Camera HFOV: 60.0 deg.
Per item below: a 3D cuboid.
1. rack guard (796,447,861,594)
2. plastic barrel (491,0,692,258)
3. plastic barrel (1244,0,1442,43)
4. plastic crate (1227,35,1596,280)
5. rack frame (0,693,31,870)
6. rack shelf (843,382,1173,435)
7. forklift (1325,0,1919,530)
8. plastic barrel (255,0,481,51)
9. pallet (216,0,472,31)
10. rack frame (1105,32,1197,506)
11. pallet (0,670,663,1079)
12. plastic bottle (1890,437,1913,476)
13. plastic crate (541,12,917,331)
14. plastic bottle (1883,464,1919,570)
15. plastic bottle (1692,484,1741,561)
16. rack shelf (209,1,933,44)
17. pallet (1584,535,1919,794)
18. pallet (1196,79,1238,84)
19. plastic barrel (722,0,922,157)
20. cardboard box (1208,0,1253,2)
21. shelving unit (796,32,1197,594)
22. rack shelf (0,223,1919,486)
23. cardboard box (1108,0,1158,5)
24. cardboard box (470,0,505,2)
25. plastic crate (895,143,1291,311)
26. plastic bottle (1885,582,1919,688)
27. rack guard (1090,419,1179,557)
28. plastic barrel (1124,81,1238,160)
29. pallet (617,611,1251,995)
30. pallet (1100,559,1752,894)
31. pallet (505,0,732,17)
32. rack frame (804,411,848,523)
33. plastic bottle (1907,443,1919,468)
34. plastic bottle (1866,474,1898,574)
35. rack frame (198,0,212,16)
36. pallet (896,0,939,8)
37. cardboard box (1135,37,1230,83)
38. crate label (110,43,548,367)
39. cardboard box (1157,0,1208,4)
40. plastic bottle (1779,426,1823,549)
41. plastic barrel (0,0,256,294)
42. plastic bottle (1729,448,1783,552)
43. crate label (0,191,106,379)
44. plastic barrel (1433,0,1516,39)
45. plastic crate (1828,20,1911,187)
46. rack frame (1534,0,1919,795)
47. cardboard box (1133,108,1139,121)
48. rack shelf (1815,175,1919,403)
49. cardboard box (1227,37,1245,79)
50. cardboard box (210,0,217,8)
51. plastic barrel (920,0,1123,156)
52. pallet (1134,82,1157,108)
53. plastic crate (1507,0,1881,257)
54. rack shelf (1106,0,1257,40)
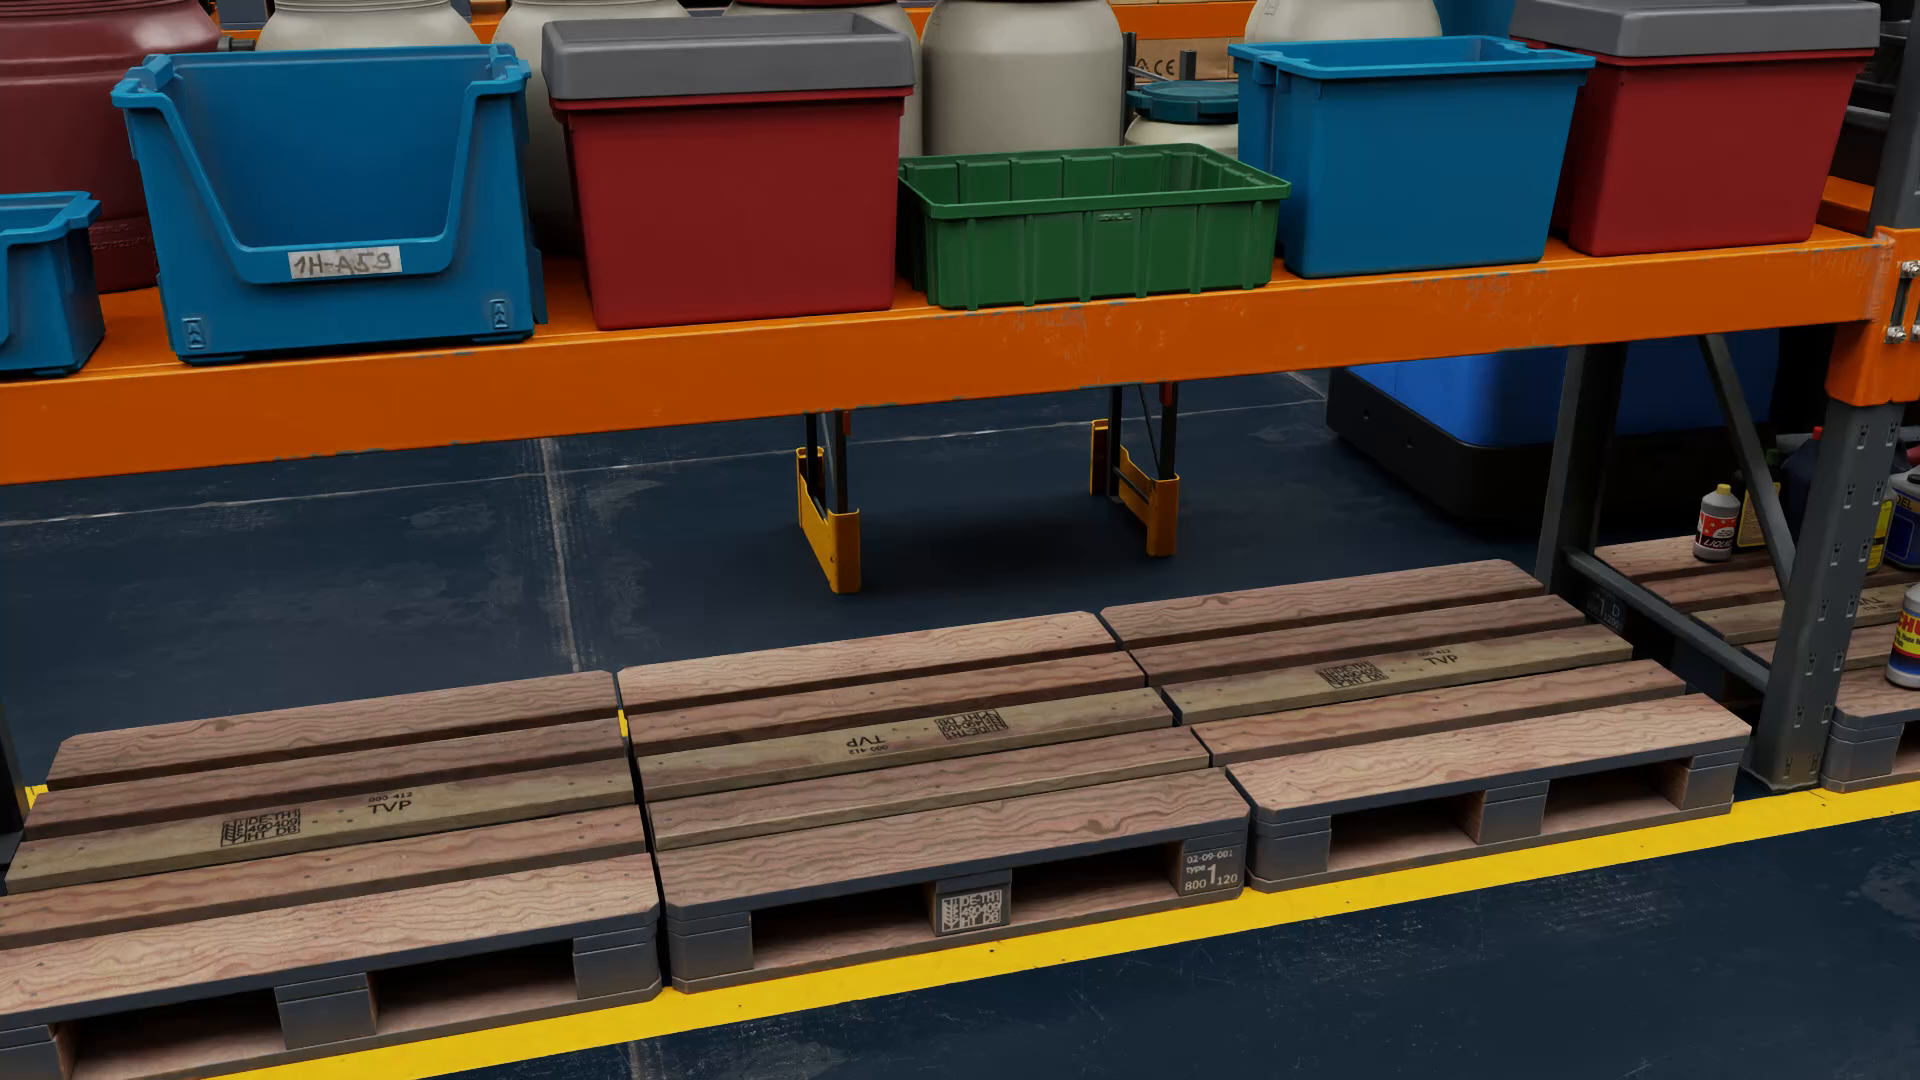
[{"bbox_3d":[-0.406,-0.070,5.096,0.087,0.250,0.587,-6,24,-14],"label":"rack guard"},{"bbox_3d":[-0.698,-0.842,3.267,0.421,0.512,0.421,0,23,0],"label":"plastic barrel"},{"bbox_3d":[0.834,-1.025,3.663,0.433,0.535,0.433,0,23,0],"label":"plastic barrel"},{"bbox_3d":[0.837,-0.738,3.187,0.575,0.384,0.392,-6,24,-14],"label":"plastic crate"},{"bbox_3d":[-2.037,-0.555,2.740,0.127,3.000,1.000,-6,24,-14],"label":"rack frame"},{"bbox_3d":[0.082,-0.533,5.046,1.000,0.185,0.538,-6,24,-14],"label":"rack shelf"},{"bbox_3d":[2.905,-1.680,5.449,3.031,2.935,1.130,-6,24,-13],"label":"forklift"},{"bbox_3d":[-1.104,-0.797,3.162,0.421,0.512,0.421,0,23,0],"label":"plastic barrel"},{"bbox_3d":[-2.717,-2.464,7.432,1.003,0.211,1.213,-6,24,-14],"label":"pallet"},{"bbox_3d":[0.572,-0.752,5.102,0.032,1.500,0.500,-6,24,-14],"label":"rack frame"},{"bbox_3d":[-1.280,0.658,3.448,1.213,0.211,1.003,-6,24,-14],"label":"pallet"},{"bbox_3d":[2.542,-0.165,4.631,0.185,0.351,0.144,-8,24,-17],"label":"plastic bottle"},{"bbox_3d":[-0.398,-0.641,2.858,0.583,0.464,0.402,-6,24,-14],"label":"plastic crate"},{"bbox_3d":[2.606,-0.077,4.521,0.135,0.276,0.152,-6,24,-14],"label":"plastic bottle"},{"bbox_3d":[2.080,-0.055,4.564,0.097,0.201,0.097,0,23,0],"label":"plastic bottle"},{"bbox_3d":[-1.449,-2.318,7.761,4.000,0.370,1.077,-6,24,-14],"label":"rack shelf"},{"bbox_3d":[2.473,0.244,4.413,1.213,0.211,1.003,-6,24,-14],"label":"pallet"},{"bbox_3d":[2.337,-3.785,13.804,1.213,0.211,1.003,-6,24,-14],"label":"pallet"},{"bbox_3d":[-0.289,-0.901,3.373,0.433,0.535,0.433,0,23,0],"label":"plastic barrel"},{"bbox_3d":[1.242,-2.714,8.089,0.250,0.149,0.380,-6,24,-14],"label":"cardboard box"},{"bbox_3d":[0.073,-0.697,4.973,1.083,1.500,0.587,-6,24,-14],"label":"shelving unit"},{"bbox_3d":[-0.111,-0.438,3.378,4.000,0.370,1.077,-6,24,-14],"label":"rack shelf"},{"bbox_3d":[0.765,-2.655,7.952,0.250,0.149,0.380,-6,24,-14],"label":"cardboard box"},{"bbox_3d":[-3.166,-3.614,12.189,0.750,0.750,1.050,-6,24,-14],"label":"cardboard box"},{"bbox_3d":[0.214,-0.591,3.093,0.662,0.188,0.450,-6,24,-14],"label":"plastic crate"},{"bbox_3d":[2.240,0.203,3.876,0.097,0.271,0.097,0,23,0],"label":"plastic bottle"},{"bbox_3d":[0.553,-0.176,5.343,0.087,0.250,0.587,-6,24,-14],"label":"rack guard"},{"bbox_3d":[0.499,-0.835,3.568,0.301,0.262,0.301,0,23,0],"label":"plastic barrel"},{"bbox_3d":[-0.108,0.530,3.748,1.213,0.211,1.003,-6,24,-14],"label":"pallet"},{"bbox_3d":[1.069,0.398,4.054,1.213,0.211,1.003,-6,24,-14],"label":"pallet"},{"bbox_3d":[-1.480,-2.574,7.688,1.213,0.211,1.003,-6,24,-14],"label":"pallet"},{"bbox_3d":[-0.407,-0.644,4.849,0.032,1.500,0.500,-6,24,-14],"label":"rack frame"},{"bbox_3d":[2.687,-0.167,4.722,0.133,0.283,0.061,-5,24,-11],"label":"plastic bottle"},{"bbox_3d":[2.396,-0.090,4.456,0.185,0.351,0.144,-6,24,-14],"label":"plastic bottle"},{"bbox_3d":[-3.375,-2.436,7.123,0.127,3.000,1.000,-6,24,-14],"label":"rack frame"},{"bbox_3d":[-0.298,-2.747,8.092,1.213,0.211,1.003,-6,24,-14],"label":"pallet"},{"bbox_3d":[1.604,-4.206,13.411,0.875,0.875,0.875,-7,24,-15],"label":"cardboard box"},{"bbox_3d":[-1.007,-0.575,2.740,0.616,0.435,0.502,-6,24,-14],"label":"crate label"},{"bbox_3d":[1.009,-2.677,8.003,0.250,0.149,0.380,-6,24,-14],"label":"cardboard box"},{"bbox_3d":[2.357,-0.144,4.584,0.185,0.351,0.144,-7,24,-16],"label":"plastic bottle"},{"bbox_3d":[-1.672,-0.782,3.097,0.708,0.536,0.600,-6,24,-14],"label":"plastic barrel"},{"bbox_3d":[2.189,-0.112,4.593,0.133,0.283,0.061,-5,24,-12],"label":"plastic bottle"},{"bbox_3d":[-1.530,-0.381,2.546,0.416,0.233,0.303,-6,24,-14],"label":"crate label"},{"bbox_3d":[1.361,-1.286,3.806,0.708,0.901,0.600,-6,24,-14],"label":"plastic barrel"},{"bbox_3d":[2.353,-0.960,3.763,0.504,0.338,0.767,-6,24,-14],"label":"plastic crate"},{"bbox_3d":[1.815,-0.981,3.733,0.127,3.000,1.000,-6,24,-14],"label":"rack frame"},{"bbox_3d":[0.873,-1.933,8.590,0.500,0.500,0.500,-7,24,-16],"label":"cardboard box"},{"bbox_3d":[3.740,-0.864,4.371,4.000,0.370,1.077,-6,24,-14],"label":"rack shelf"},{"bbox_3d":[2.450,-4.301,13.632,0.875,0.875,0.875,-6,24,-14],"label":"cardboard box"},{"bbox_3d":[-5.205,-3.546,11.397,0.500,0.250,0.500,-7,24,-16],"label":"cardboard box"},{"bbox_3d":[0.128,-0.947,3.481,0.433,0.535,0.433,0,23,0],"label":"plastic barrel"},{"bbox_3d":[1.164,-3.657,13.505,1.213,0.211,1.003,-6,24,-14],"label":"pallet"},{"bbox_3d":[1.431,-0.843,3.330,0.583,0.464,0.402,-6,24,-14],"label":"plastic crate"},{"bbox_3d":[2.402,-2.744,8.754,4.000,0.370,1.077,-6,24,-14],"label":"rack shelf"}]
